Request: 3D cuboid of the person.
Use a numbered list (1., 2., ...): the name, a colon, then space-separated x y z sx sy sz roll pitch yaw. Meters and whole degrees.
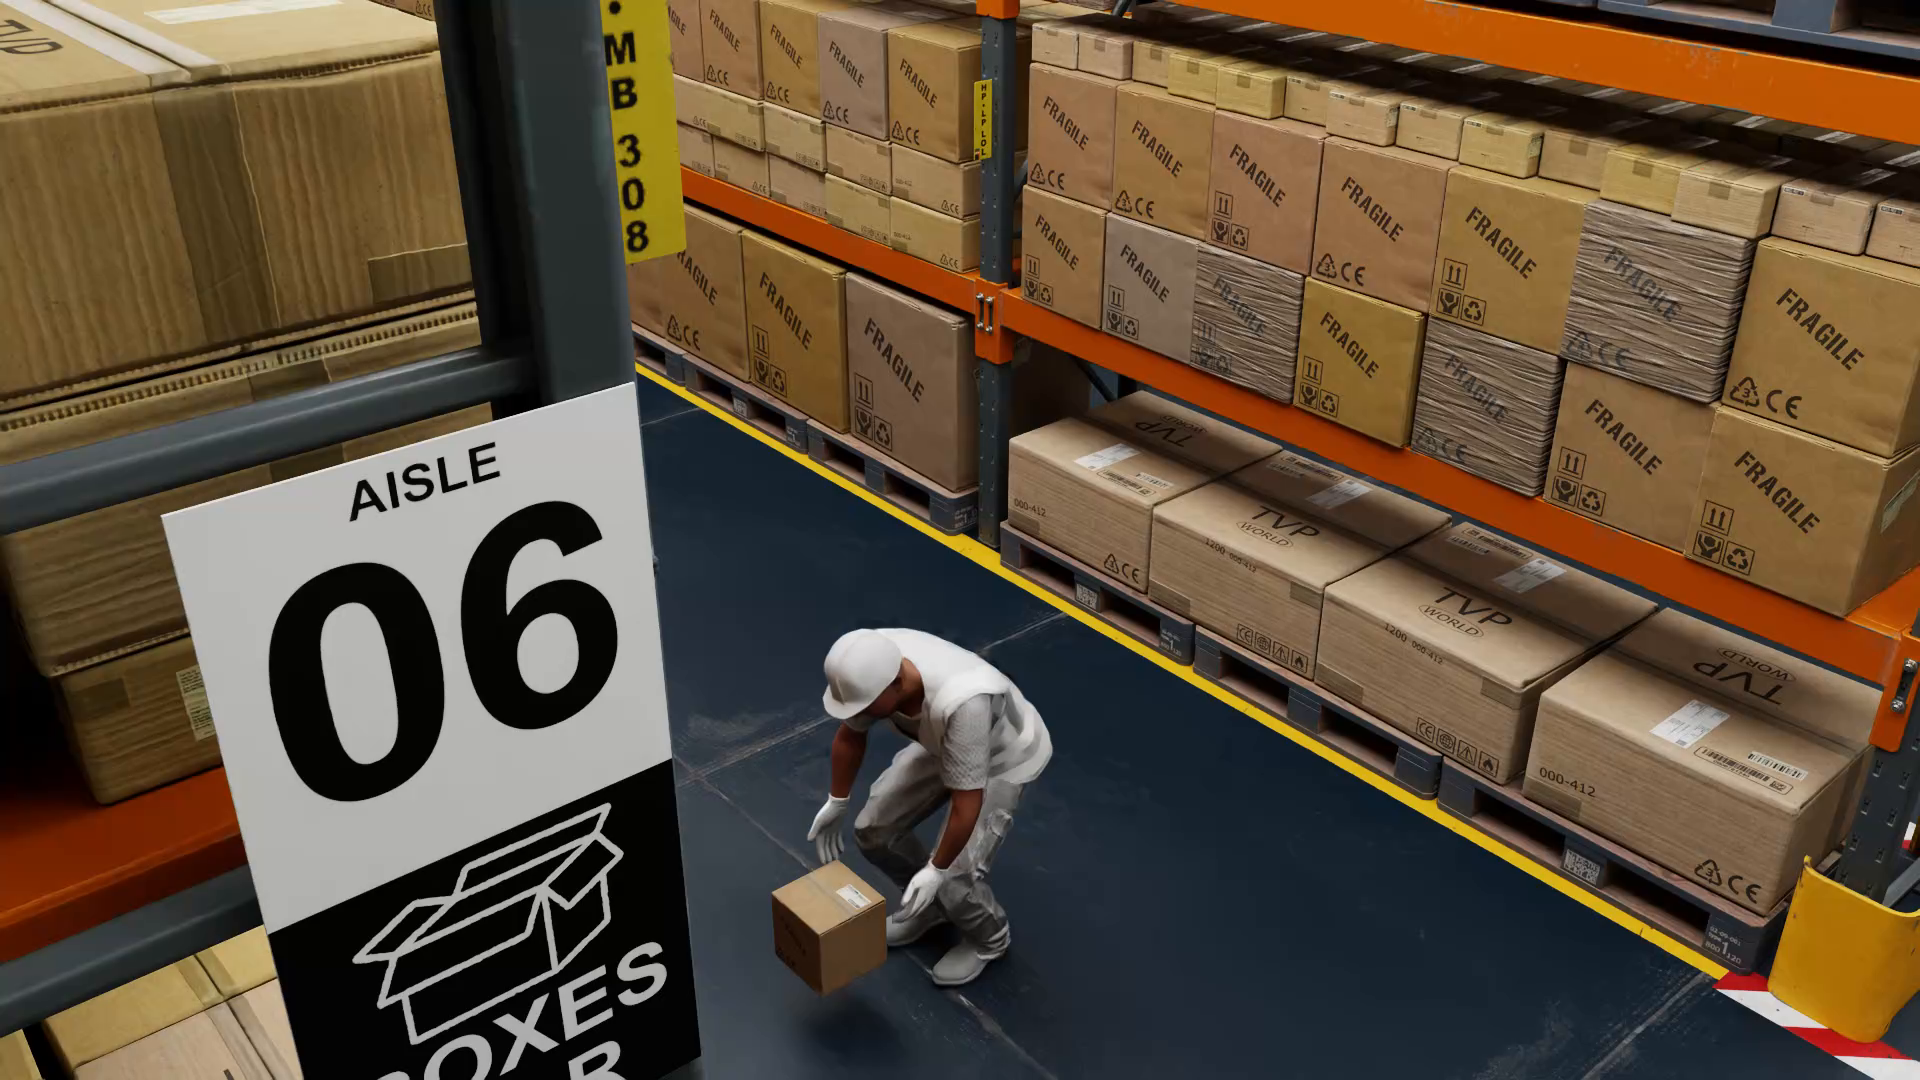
1. person: -0.064 0.769 5.111 0.801 1.352 0.613 -22 35 -35
